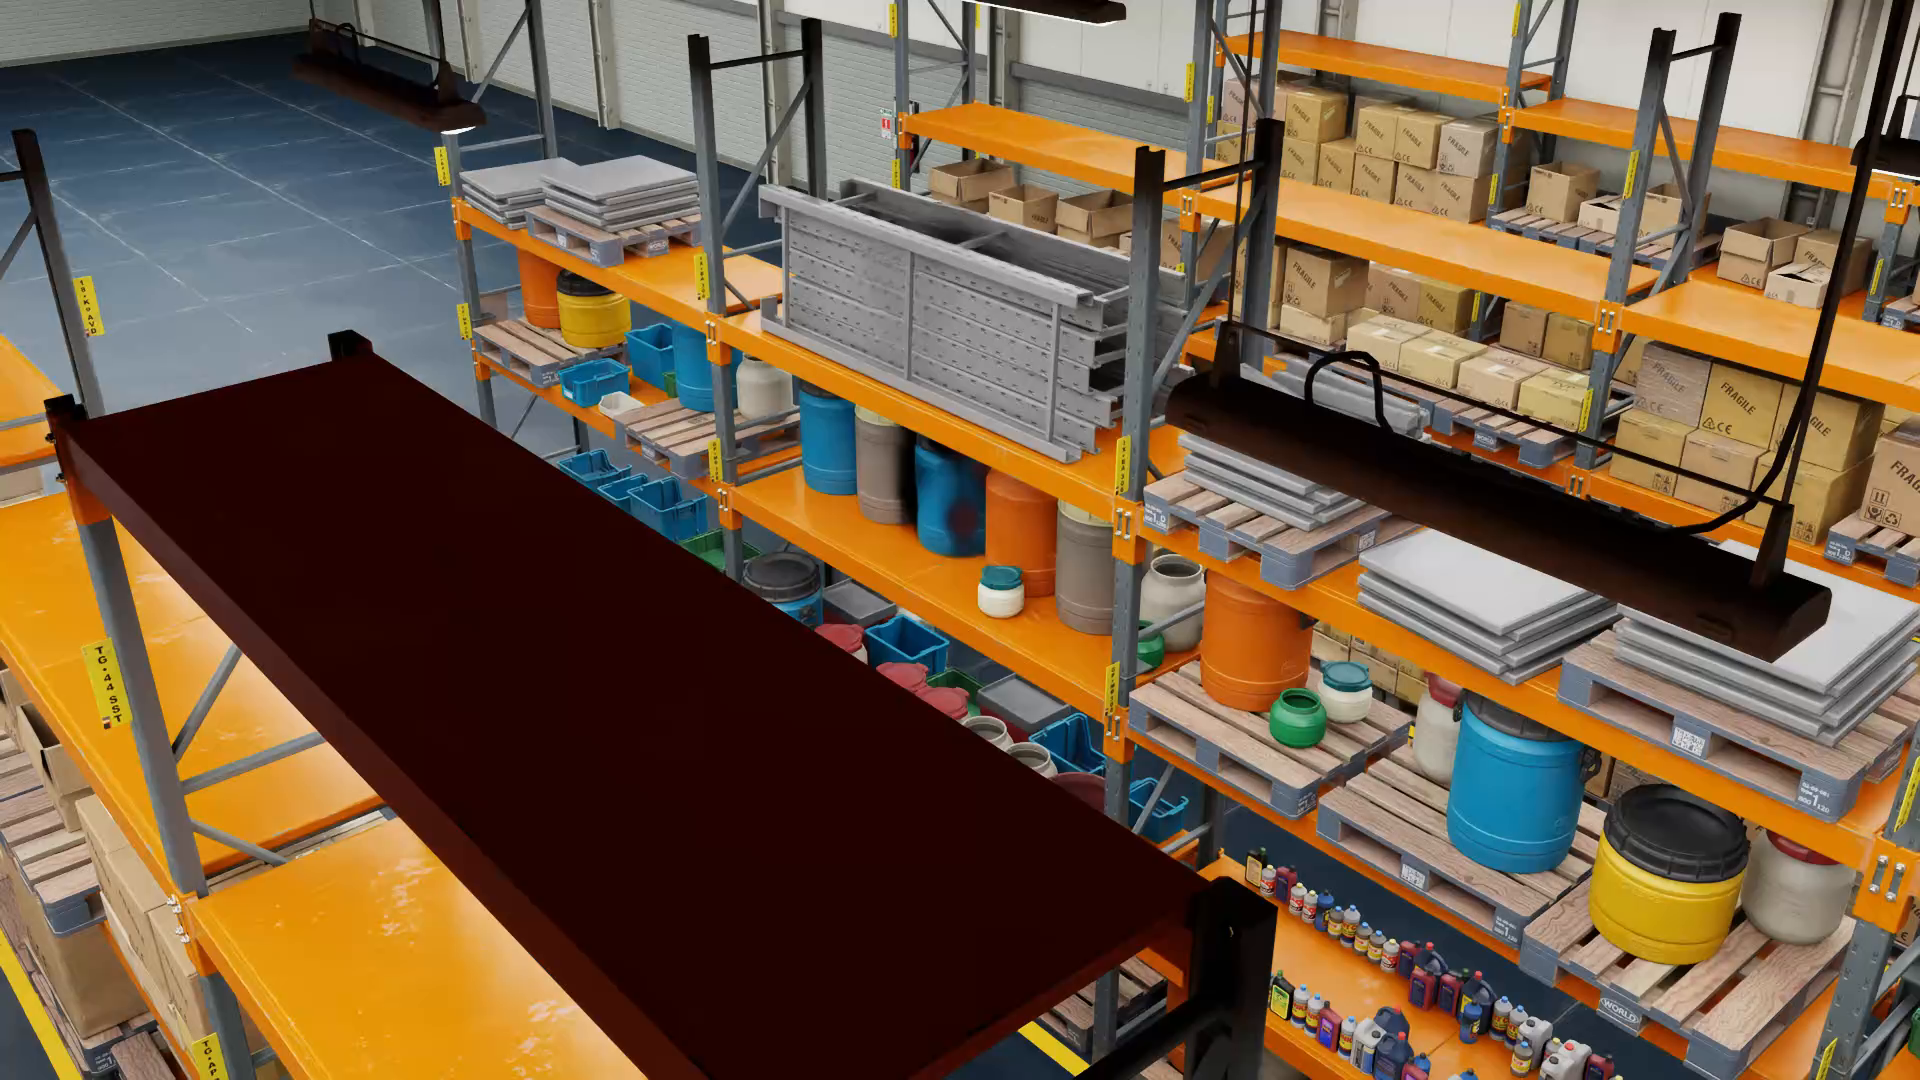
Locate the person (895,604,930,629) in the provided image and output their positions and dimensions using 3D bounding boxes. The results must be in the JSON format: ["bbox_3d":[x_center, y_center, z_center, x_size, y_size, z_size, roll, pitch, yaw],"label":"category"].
[{"bbox_3d":[-0.422,0.684,14.367,0.615,1.668,0.967,-23,35,-37],"label":"person"}]
